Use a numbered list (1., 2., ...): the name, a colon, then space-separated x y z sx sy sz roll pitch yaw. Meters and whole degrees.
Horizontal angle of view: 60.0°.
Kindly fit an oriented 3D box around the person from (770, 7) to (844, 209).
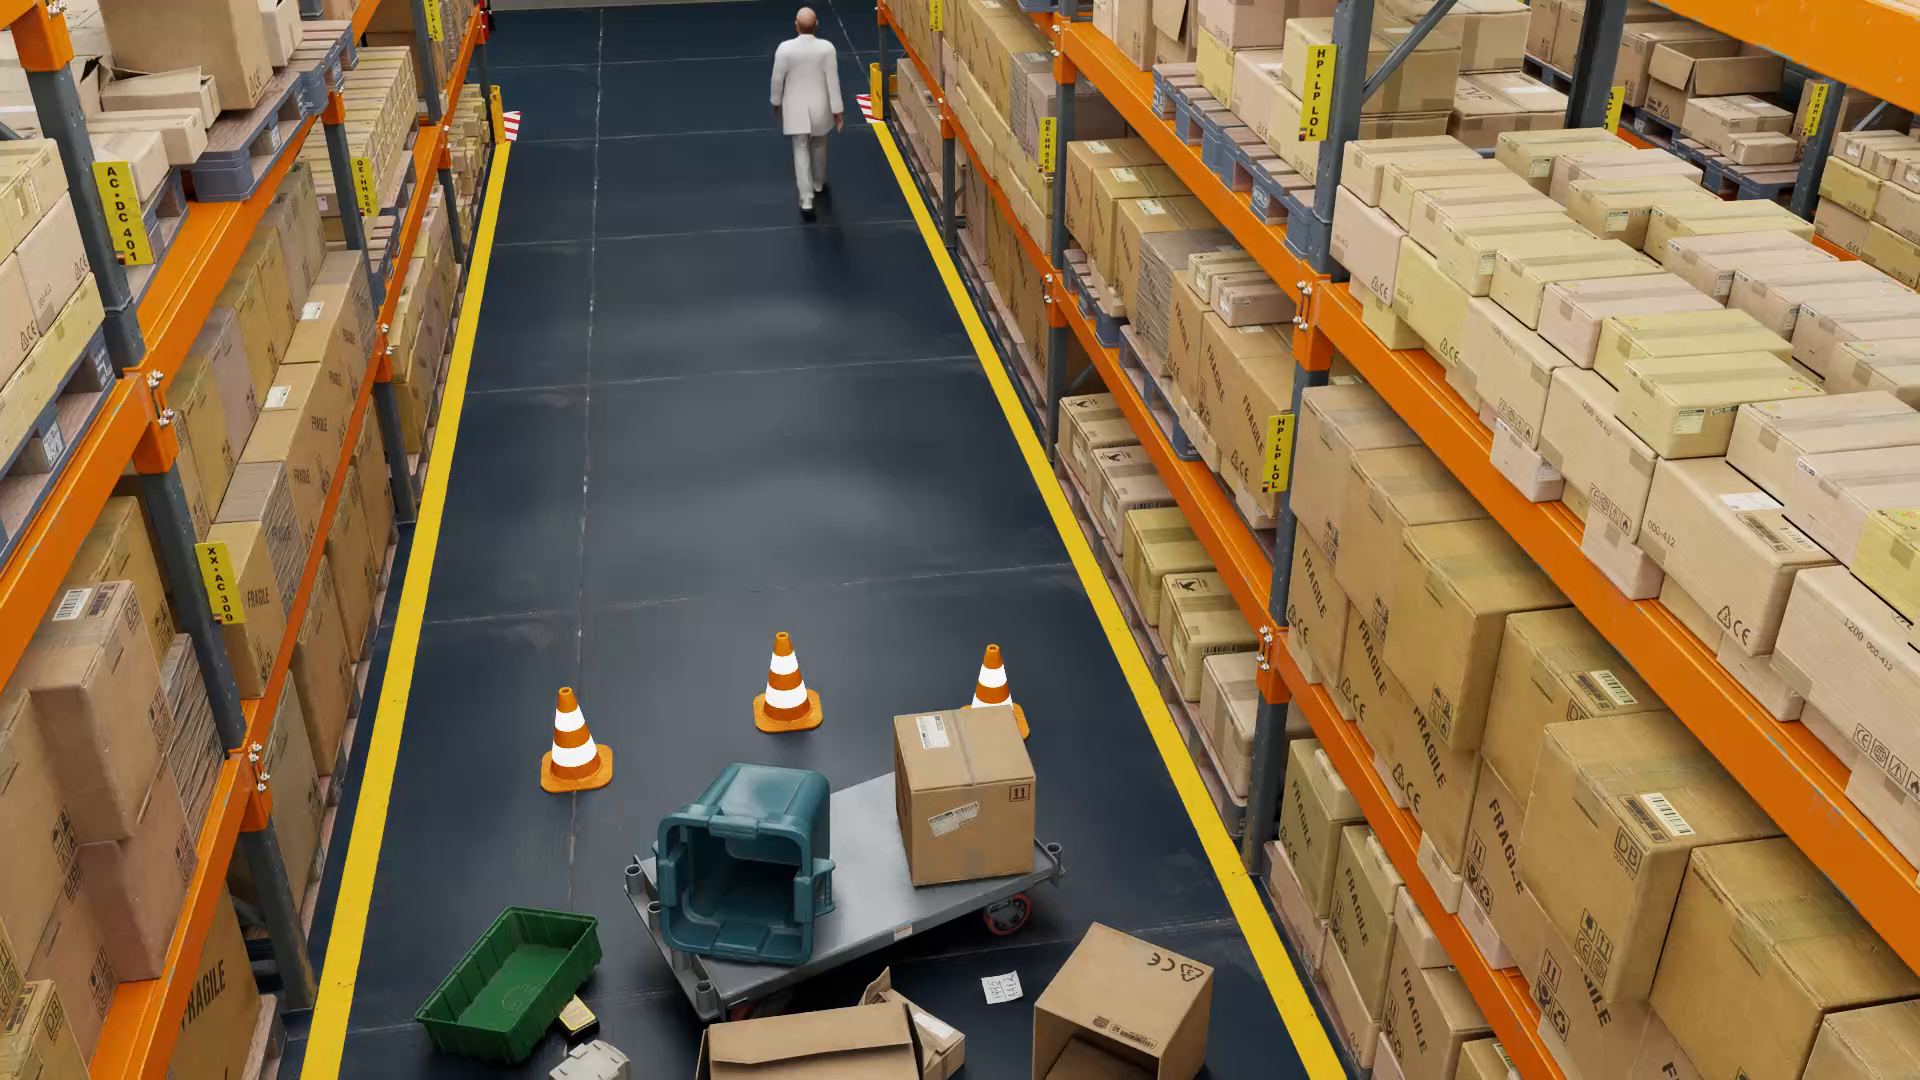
1. person: -1.366 -3.865 14.771 0.620 1.731 1.089 -6 31 -10
